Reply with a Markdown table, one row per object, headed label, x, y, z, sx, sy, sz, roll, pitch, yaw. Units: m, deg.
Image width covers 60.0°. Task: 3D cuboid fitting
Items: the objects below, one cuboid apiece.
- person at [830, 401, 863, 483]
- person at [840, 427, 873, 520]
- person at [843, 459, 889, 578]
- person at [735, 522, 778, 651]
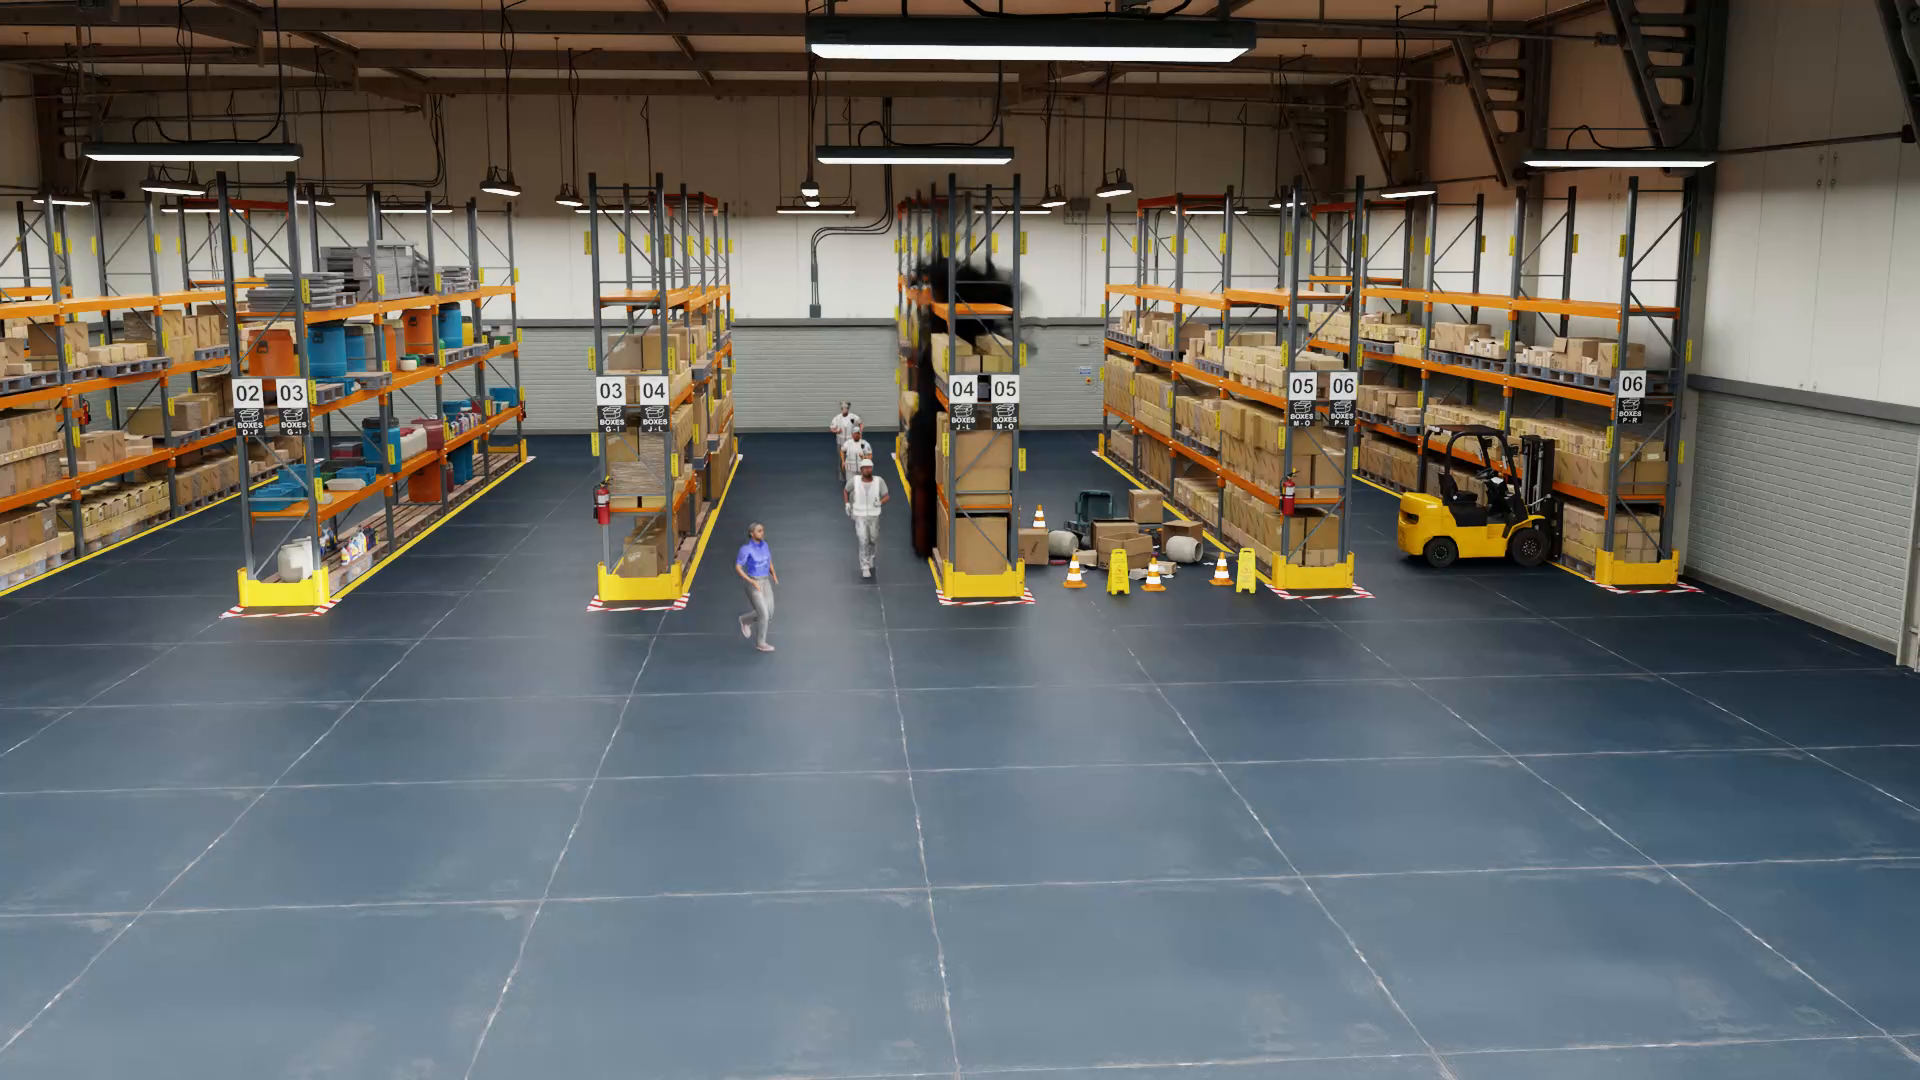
| label | x | y | z | sx | sy | sz | roll | pitch | yaw |
| --- | --- | --- | --- | --- | --- | --- | --- | --- | --- |
| person | -2.391 | -2.032 | 35.139 | 0.671 | 1.836 | 0.944 | 0 | 10 | 1 |
| person | -1.927 | -1.277 | 31.063 | 0.594 | 1.689 | 0.895 | -1 | 10 | -8 |
| person | -1.428 | -0.372 | 25.580 | 0.700 | 1.776 | 0.913 | -2 | 10 | -10 |
| person | -2.589 | 0.567 | 20.852 | 0.633 | 1.611 | 0.617 | 7 | 12 | 34 |
